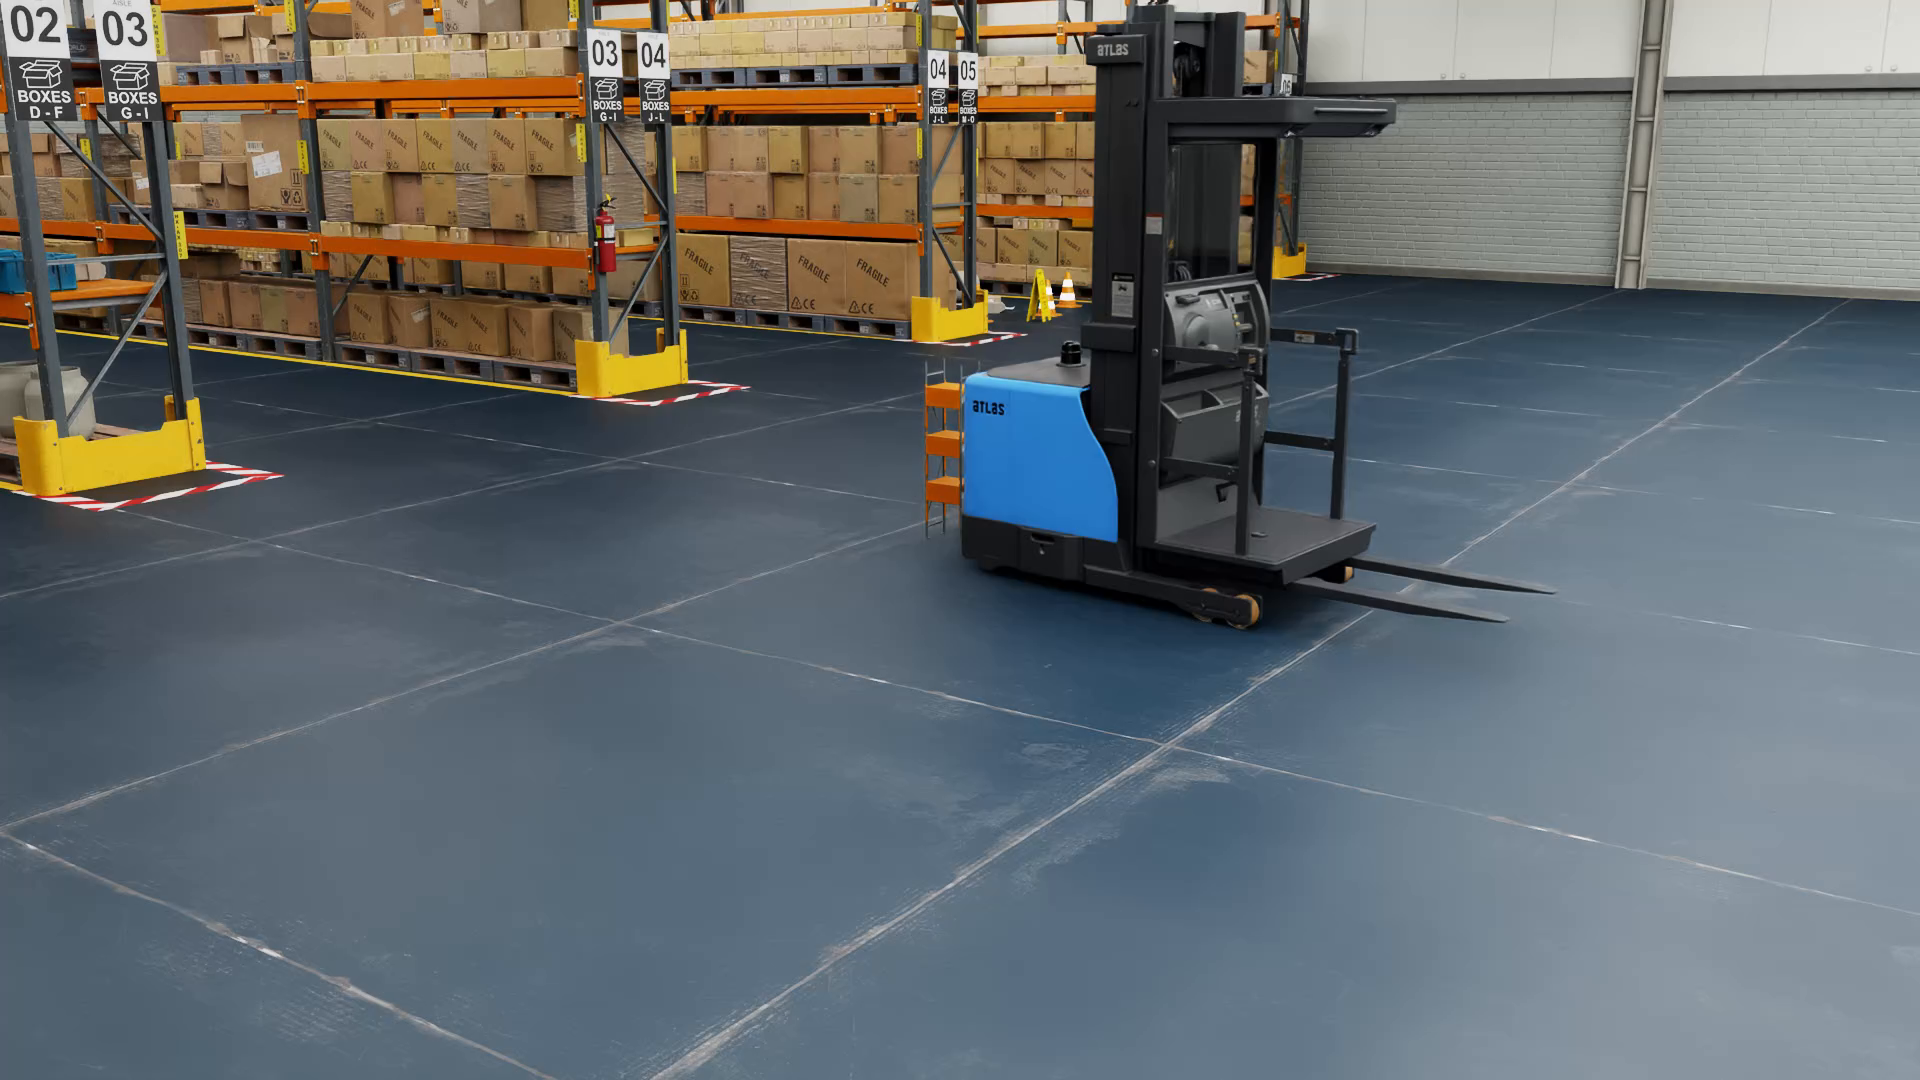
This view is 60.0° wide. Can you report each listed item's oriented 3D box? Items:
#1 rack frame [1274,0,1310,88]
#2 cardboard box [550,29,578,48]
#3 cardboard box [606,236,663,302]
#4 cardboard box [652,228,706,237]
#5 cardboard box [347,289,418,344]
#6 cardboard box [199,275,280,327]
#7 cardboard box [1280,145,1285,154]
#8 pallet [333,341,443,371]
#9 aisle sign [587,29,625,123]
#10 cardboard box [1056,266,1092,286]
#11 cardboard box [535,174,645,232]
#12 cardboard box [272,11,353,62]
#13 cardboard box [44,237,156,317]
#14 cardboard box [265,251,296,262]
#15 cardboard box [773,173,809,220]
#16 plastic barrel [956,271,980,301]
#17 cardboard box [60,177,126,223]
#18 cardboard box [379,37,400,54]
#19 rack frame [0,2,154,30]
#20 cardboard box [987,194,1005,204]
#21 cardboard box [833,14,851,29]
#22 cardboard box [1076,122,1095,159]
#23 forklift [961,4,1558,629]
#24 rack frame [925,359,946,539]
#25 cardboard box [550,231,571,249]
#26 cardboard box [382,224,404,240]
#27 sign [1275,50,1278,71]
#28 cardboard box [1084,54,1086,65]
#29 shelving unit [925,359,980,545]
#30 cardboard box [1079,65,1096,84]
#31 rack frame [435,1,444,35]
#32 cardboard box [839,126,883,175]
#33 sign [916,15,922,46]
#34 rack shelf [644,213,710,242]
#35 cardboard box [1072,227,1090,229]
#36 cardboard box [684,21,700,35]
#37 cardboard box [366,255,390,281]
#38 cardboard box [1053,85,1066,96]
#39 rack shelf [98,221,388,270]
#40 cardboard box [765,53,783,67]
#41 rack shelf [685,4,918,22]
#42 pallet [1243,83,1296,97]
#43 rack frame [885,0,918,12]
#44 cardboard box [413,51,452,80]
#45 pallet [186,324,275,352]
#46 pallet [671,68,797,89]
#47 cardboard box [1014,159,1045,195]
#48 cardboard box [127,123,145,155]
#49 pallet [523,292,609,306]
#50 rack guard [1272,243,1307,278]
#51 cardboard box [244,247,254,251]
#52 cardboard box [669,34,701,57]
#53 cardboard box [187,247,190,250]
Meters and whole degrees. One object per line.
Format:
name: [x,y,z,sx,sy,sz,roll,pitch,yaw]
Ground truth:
rack frame: [5.314,-8.743,26.415,0.127,3.000,1.000,9,17,33]
cardboard box: [-3.389,-4.417,14.663,0.250,0.149,0.380,9,17,33]
cardboard box: [-4.017,-3.554,21.745,0.750,0.750,1.050,9,17,33]
cardboard box: [-4.618,-5.195,28.116,0.875,0.875,0.875,9,17,32]
cardboard box: [-5.994,-2.330,17.322,0.500,0.500,0.500,9,16,31]
cardboard box: [-8.114,-2.706,18.797,0.500,0.500,0.700,11,18,37]
cardboard box: [5.154,-6.426,27.364,0.250,0.149,0.380,9,16,32]
pallet: [-5.726,-1.965,17.321,1.213,0.211,1.003,9,17,33]
aisle sign: [-3.100,-4.059,14.566,0.004,0.787,0.394,9,17,33]
cardboard box: [1.706,-3.768,23.650,0.500,0.250,0.500,9,17,33]
cardboard box: [-3.425,-3.137,15.426,0.500,0.500,0.875,9,17,33]
cardboard box: [-6.638,-5.194,17.232,0.637,0.503,0.797,8,16,30]
cardboard box: [-10.184,-3.207,20.083,0.875,0.875,1.225,8,16,30]
cardboard box: [-10.528,-4.393,25.766,0.250,0.149,0.380,10,17,34]
cardboard box: [-1.791,-4.186,20.179,0.500,0.550,0.875,9,17,33]
plastic barrel: [-0.012,-3.565,23.345,0.512,0.421,0.421,-4,14,-16]
cardboard box: [-10.170,-4.003,19.544,0.500,0.500,0.500,10,17,35]
cardboard box: [-5.334,-4.733,15.940,0.250,0.149,0.380,9,16,32]
rack frame: [-5.749,-4.789,10.444,0.127,3.000,1.000,9,17,33]
cardboard box: [0.591,-4.947,24.090,0.250,0.149,0.380,9,17,33]
cardboard box: [-1.236,-5.894,18.929,0.250,0.149,0.380,10,17,34]
cardboard box: [2.001,-5.544,23.069,0.500,0.500,0.700,9,16,31]
forklift: [1.469,-1.134,8.306,3.031,2.935,1.130,11,18,38]
rack frame: [-0.146,-0.533,9.792,0.008,1.050,0.200,9,17,33]
cardboard box: [-3.543,-2.774,15.308,0.250,0.149,0.380,9,17,33]
cardboard box: [-5.473,-3.053,16.437,0.250,0.149,0.380,9,17,33]
sign: [4.999,-7.572,26.249,0.005,0.325,0.100,9,17,33]
cardboard box: [1.909,-6.591,22.826,0.250,0.149,0.380,10,17,34]
shelving unit: [-0.044,-0.517,9.726,0.252,1.050,0.215,9,17,33]
cardboard box: [1.971,-6.383,22.818,0.500,0.250,0.500,9,16,32]
rack frame: [-6.770,-7.825,22.707,0.127,3.000,1.000,9,17,33]
cardboard box: [-0.926,-4.550,19.402,0.550,0.550,0.875,9,17,33]
sign: [-0.447,-5.581,18.207,0.005,0.325,0.100,9,17,33]
rack shelf: [-5.111,-4.296,22.431,4.000,0.370,1.077,9,17,33]
cardboard box: [1.575,-4.310,24.278,0.500,0.500,0.500,8,16,31]
cardboard box: [-3.126,-6.200,20.164,0.250,0.149,0.380,9,17,32]
cardboard box: [-8.339,-4.078,24.382,0.500,0.500,0.500,8,16,30]
cardboard box: [1.495,-6.284,23.244,0.250,0.149,0.380,9,17,33]
rack shelf: [-7.963,-3.320,18.491,4.000,0.370,1.077,9,17,33]
cardboard box: [-2.077,-5.643,19.574,0.250,0.149,0.380,9,17,34]
rack shelf: [-2.432,-8.014,25.800,4.000,0.370,1.077,9,17,33]
pallet: [4.741,-7.344,27.190,1.213,0.211,1.003,9,17,33]
rack frame: [-0.773,-8.289,24.582,0.127,3.000,1.000,9,17,33]
cardboard box: [-4.783,-4.465,15.689,0.500,0.250,0.500,9,16,32]
pallet: [-7.967,-2.315,18.737,1.213,0.211,1.003,9,17,33]
pallet: [-2.778,-5.678,20.460,1.213,0.211,1.003,9,17,33]
cardboard box: [1.116,-5.187,23.709,0.500,0.500,0.500,9,17,33]
cardboard box: [-13.184,-6.551,27.137,0.500,0.500,0.500,9,17,32]
pallet: [-5.150,-3.275,22.614,1.213,0.211,1.003,9,17,33]
rack guard: [5.334,-4.614,27.423,0.348,0.500,1.175,9,17,33]
cardboard box: [-10.975,-4.612,26.035,0.250,0.149,0.380,9,17,32]
cardboard box: [-3.202,-6.035,20.330,0.500,0.250,0.500,9,17,33]
cardboard box: [-12.517,-4.710,27.046,0.250,0.149,0.380,10,17,35]
